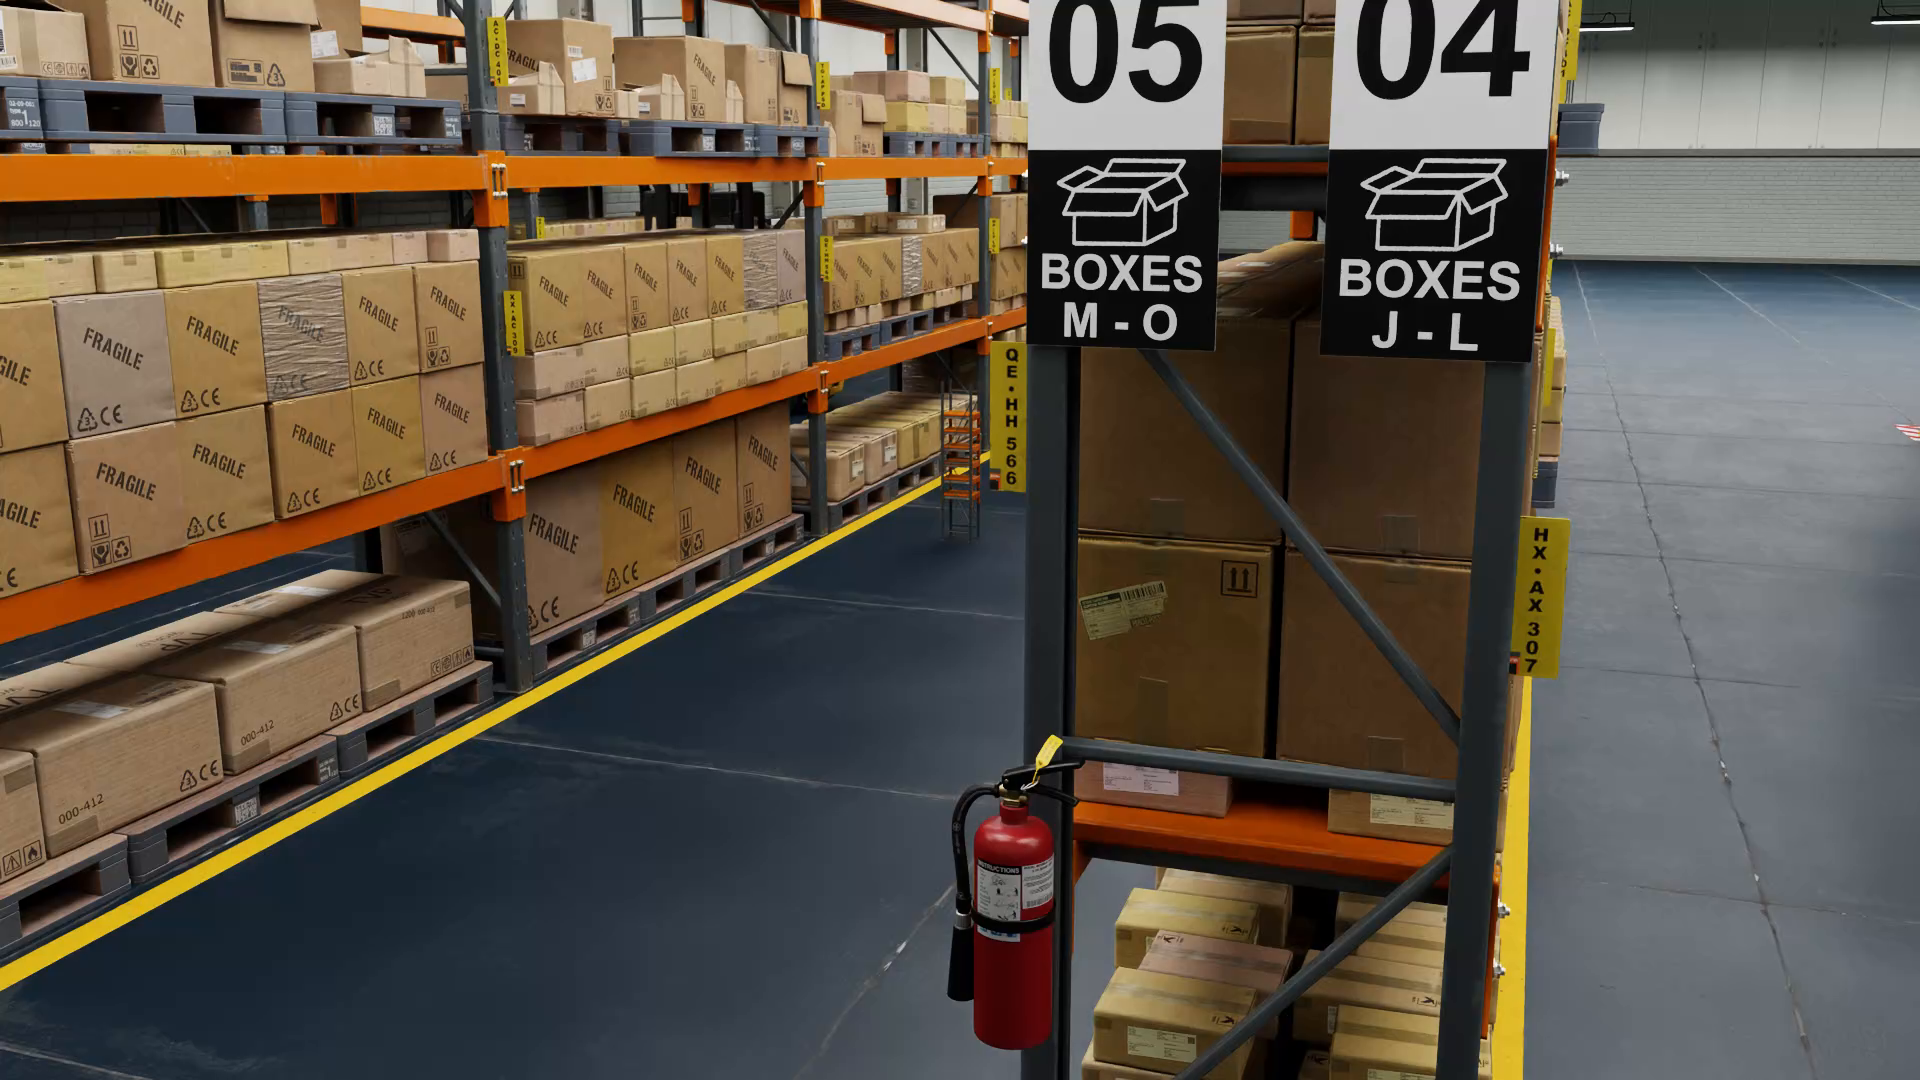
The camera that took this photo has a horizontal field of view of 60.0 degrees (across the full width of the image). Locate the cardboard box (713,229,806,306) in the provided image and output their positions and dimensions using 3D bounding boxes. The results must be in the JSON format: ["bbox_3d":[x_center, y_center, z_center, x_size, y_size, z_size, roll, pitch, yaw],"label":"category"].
[{"bbox_3d":[-1.416,-1.930,11.732,0.500,0.500,0.500,4,13,17],"label":"cardboard box"}]

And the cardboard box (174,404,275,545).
[{"bbox_3d":[-3.193,-0.287,6.781,0.500,0.500,0.500,5,14,20],"label":"cardboard box"}]

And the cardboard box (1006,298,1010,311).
[{"bbox_3d":[0.293,-2.400,16.825,0.380,0.149,0.250,4,14,18],"label":"cardboard box"}]

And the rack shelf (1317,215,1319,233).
[{"bbox_3d":[2.573,-1.877,8.847,1.077,0.370,4.000,4,14,18],"label":"rack shelf"}]

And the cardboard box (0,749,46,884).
[{"bbox_3d":[-3.966,1.061,5.913,0.875,0.438,0.875,4,13,16],"label":"cardboard box"}]

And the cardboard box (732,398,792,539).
[{"bbox_3d":[-1.799,-0.551,11.993,0.875,0.875,0.875,4,14,18],"label":"cardboard box"}]

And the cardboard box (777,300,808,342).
[{"bbox_3d":[-1.413,-1.572,11.848,0.500,0.250,0.500,4,14,18],"label":"cardboard box"}]

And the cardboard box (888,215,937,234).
[{"bbox_3d":[-0.415,-2.760,14.543,0.380,0.149,0.250,4,13,16],"label":"cardboard box"}]

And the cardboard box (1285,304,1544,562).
[{"bbox_3d":[1.028,-0.259,3.741,0.500,0.500,0.500,4,14,18],"label":"cardboard box"}]

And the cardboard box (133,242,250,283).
[{"bbox_3d":[-3.128,-1.127,6.754,0.380,0.149,0.250,4,14,18],"label":"cardboard box"}]

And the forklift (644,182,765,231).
[{"bbox_3d":[-2.359,-2.205,15.563,1.130,2.935,3.031,-2,13,-9],"label":"forklift"}]

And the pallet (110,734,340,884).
[{"bbox_3d":[-3.504,1.092,7.228,1.003,0.211,1.213,4,14,18],"label":"pallet"}]

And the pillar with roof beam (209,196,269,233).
[{"bbox_3d":[-2.552,-4.832,13.438,9.100,9.000,0.400,4,14,18],"label":"pillar with roof beam"}]

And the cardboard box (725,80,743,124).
[{"bbox_3d":[-1.611,-2.808,10.667,0.396,0.266,0.258,4,13,17],"label":"cardboard box"}]

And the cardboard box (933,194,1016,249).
[{"bbox_3d":[0.145,-3.122,16.286,0.700,0.500,0.500,4,14,18],"label":"cardboard box"}]

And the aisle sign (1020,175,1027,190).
[{"bbox_3d":[0.819,-4.509,19.659,0.394,0.787,0.004,4,14,18],"label":"aisle sign"}]

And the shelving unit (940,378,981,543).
[{"bbox_3d":[0.005,-0.588,12.368,0.258,1.200,0.189,4,14,18],"label":"shelving unit"}]

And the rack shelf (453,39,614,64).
[{"bbox_3d":[-4.253,-5.521,18.968,1.077,0.370,4.000,4,14,18],"label":"rack shelf"}]

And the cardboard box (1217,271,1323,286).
[{"bbox_3d":[0.868,-0.514,4.861,0.500,0.500,0.500,5,14,21],"label":"cardboard box"}]

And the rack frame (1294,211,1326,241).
[{"bbox_3d":[1.926,-0.344,7.256,1.000,3.000,0.127,4,14,18],"label":"rack frame"}]

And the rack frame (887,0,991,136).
[{"bbox_3d":[-0.202,-5.289,15.436,1.000,3.000,0.127,4,14,18],"label":"rack frame"}]

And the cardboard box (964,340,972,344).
[{"bbox_3d":[-0.102,-1.845,17.380,0.500,0.500,0.500,5,14,19],"label":"cardboard box"}]

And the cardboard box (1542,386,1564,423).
[{"bbox_3d":[2.488,-0.621,7.422,0.380,0.149,0.250,5,14,19],"label":"cardboard box"}]

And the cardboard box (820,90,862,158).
[{"bbox_3d":[-1.180,-3.232,12.940,0.700,0.500,0.500,4,14,18],"label":"cardboard box"}]

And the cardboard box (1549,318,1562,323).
[{"bbox_3d":[2.990,-1.096,8.832,0.380,0.149,0.250,5,14,20],"label":"cardboard box"}]

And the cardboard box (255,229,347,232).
[{"bbox_3d":[-3.206,-1.429,8.079,0.380,0.149,0.250,5,14,19],"label":"cardboard box"}]

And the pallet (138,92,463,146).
[{"bbox_3d":[-3.065,-1.927,7.649,1.003,0.211,1.213,4,14,18],"label":"pallet"}]

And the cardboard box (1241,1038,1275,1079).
[{"bbox_3d":[0.668,1.355,4.604,0.380,0.149,0.250,4,13,17],"label":"cardboard box"}]

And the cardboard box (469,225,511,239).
[{"bbox_3d":[-5.083,-3.319,17.940,0.380,0.149,0.250,4,14,19],"label":"cardboard box"}]

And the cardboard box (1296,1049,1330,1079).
[{"bbox_3d":[1.044,1.446,4.205,0.380,0.149,0.250,5,14,21],"label":"cardboard box"}]

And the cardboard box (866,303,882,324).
[{"bbox_3d":[-0.851,-1.827,13.372,0.380,0.149,0.250,4,14,19],"label":"cardboard box"}]

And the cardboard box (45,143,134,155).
[{"bbox_3d":[-6.454,-2.931,12.183,0.500,0.250,0.500,4,14,18],"label":"cardboard box"}]

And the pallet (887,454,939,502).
[{"bbox_3d":[-0.846,-0.583,14.566,1.003,0.211,1.213,4,14,18],"label":"pallet"}]

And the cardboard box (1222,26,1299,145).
[{"bbox_3d":[0.528,-1.006,3.752,0.500,0.250,0.500,4,13,17],"label":"cardboard box"}]

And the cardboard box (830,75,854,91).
[{"bbox_3d":[-0.922,-4.002,14.809,0.500,0.250,0.500,4,13,17],"label":"cardboard box"}]

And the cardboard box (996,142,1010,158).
[{"bbox_3d":[0.271,-3.803,16.231,0.380,0.149,0.250,4,14,18],"label":"cardboard box"}]

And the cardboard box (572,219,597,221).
[{"bbox_3d":[-4.444,-3.694,19.579,0.380,0.149,0.250,4,14,19],"label":"cardboard box"}]

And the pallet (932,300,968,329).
[{"bbox_3d":[-0.587,-2.120,15.466,1.003,0.211,1.213,4,14,18],"label":"pallet"}]

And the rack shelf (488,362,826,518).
[{"bbox_3d":[-2.144,-0.750,10.649,1.077,0.370,4.000,4,14,18],"label":"rack shelf"}]

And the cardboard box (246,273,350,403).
[{"bbox_3d":[-3.010,-0.882,7.141,0.500,0.500,0.500,5,14,19],"label":"cardboard box"}]

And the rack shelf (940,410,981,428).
[{"bbox_3d":[0.005,-0.896,12.298,0.258,0.103,0.180,4,14,18],"label":"rack shelf"}]

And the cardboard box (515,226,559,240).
[{"bbox_3d":[-4.516,-3.276,17.750,0.380,0.149,0.250,5,14,20],"label":"cardboard box"}]

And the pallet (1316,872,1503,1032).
[{"bbox_3d":[1.349,1.417,5.806,1.003,0.211,1.213,4,14,18],"label":"pallet"}]

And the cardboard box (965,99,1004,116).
[{"bbox_3d":[0.209,-4.135,15.897,0.380,0.149,0.250,4,13,17],"label":"cardboard box"}]

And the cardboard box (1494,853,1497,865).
[{"bbox_3d":[1.530,1.029,5.367,0.380,0.149,0.250,5,14,19],"label":"cardboard box"}]

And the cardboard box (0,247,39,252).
[{"bbox_3d":[-3.797,-1.052,6.428,0.380,0.149,0.250,5,14,20],"label":"cardboard box"}]

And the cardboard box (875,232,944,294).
[{"bbox_3d":[-0.466,-2.436,14.582,0.500,0.500,0.500,5,14,20],"label":"cardboard box"}]

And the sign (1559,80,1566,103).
[{"bbox_3d":[3.733,-2.862,10.381,0.100,0.325,0.005,4,14,18],"label":"sign"}]

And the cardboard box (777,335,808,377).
[{"bbox_3d":[-1.414,-1.323,11.882,0.500,0.250,0.500,4,13,16],"label":"cardboard box"}]

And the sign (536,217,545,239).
[{"bbox_3d":[-4.384,-3.209,17.384,0.100,0.325,0.005,4,14,18],"label":"sign"}]

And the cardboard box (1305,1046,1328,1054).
[{"bbox_3d":[1.185,1.482,4.717,0.380,0.149,0.250,5,14,19],"label":"cardboard box"}]

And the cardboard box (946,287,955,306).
[{"bbox_3d":[-0.259,-2.207,15.036,0.380,0.149,0.250,4,13,17],"label":"cardboard box"}]

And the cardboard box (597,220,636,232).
[{"bbox_3d":[-4.013,-3.659,19.426,0.380,0.149,0.250,5,14,19],"label":"cardboard box"}]

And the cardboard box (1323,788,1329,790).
[{"bbox_3d":[1.090,0.519,4.037,0.380,0.149,0.250,5,14,20],"label":"cardboard box"}]

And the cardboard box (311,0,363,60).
[{"bbox_3d":[-3.180,-2.335,7.845,0.500,0.500,0.500,5,14,19],"label":"cardboard box"}]
